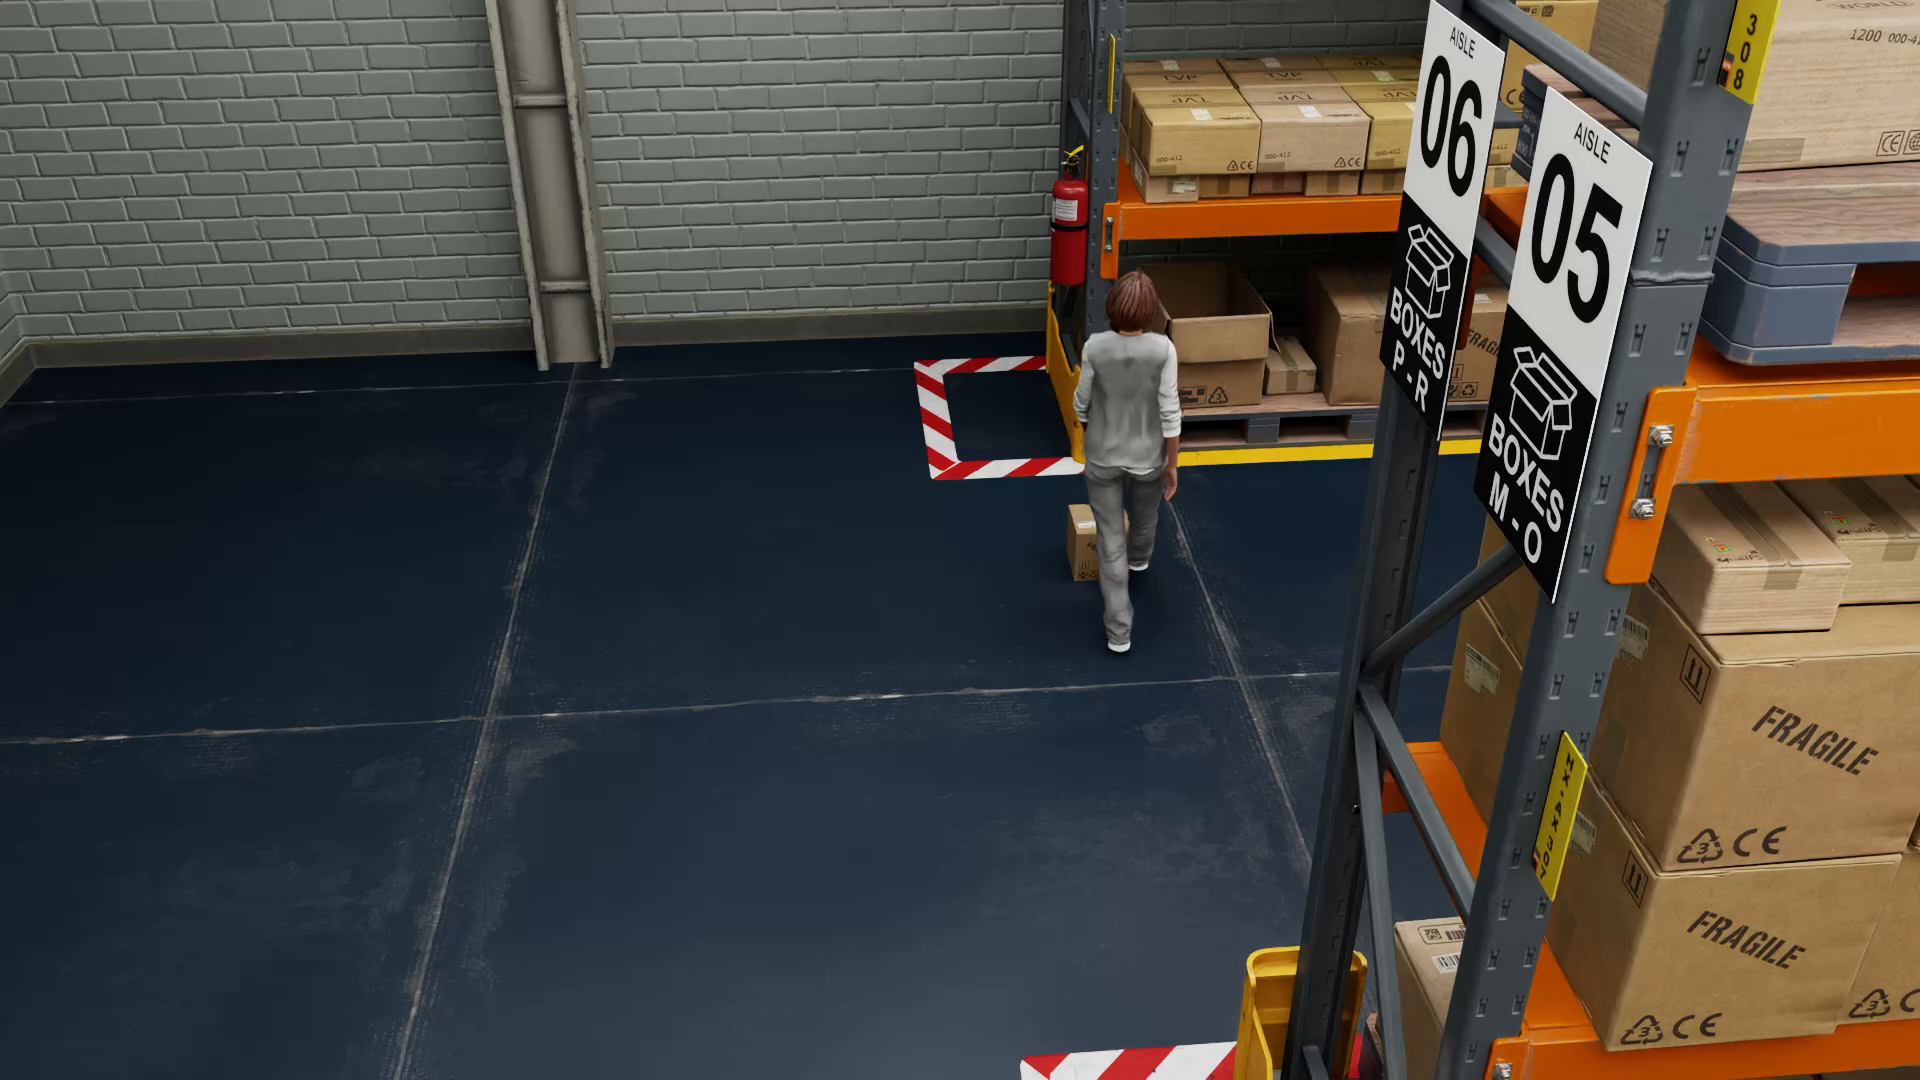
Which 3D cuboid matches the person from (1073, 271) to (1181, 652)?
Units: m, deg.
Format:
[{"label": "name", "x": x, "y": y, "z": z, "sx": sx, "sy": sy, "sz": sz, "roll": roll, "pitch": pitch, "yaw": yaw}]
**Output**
[{"label": "person", "x": 0.658, "y": -0.399, "z": 6.766, "sx": 0.417, "sy": 1.571, "sz": 0.860, "roll": 0, "pitch": 32, "yaw": 1}]
